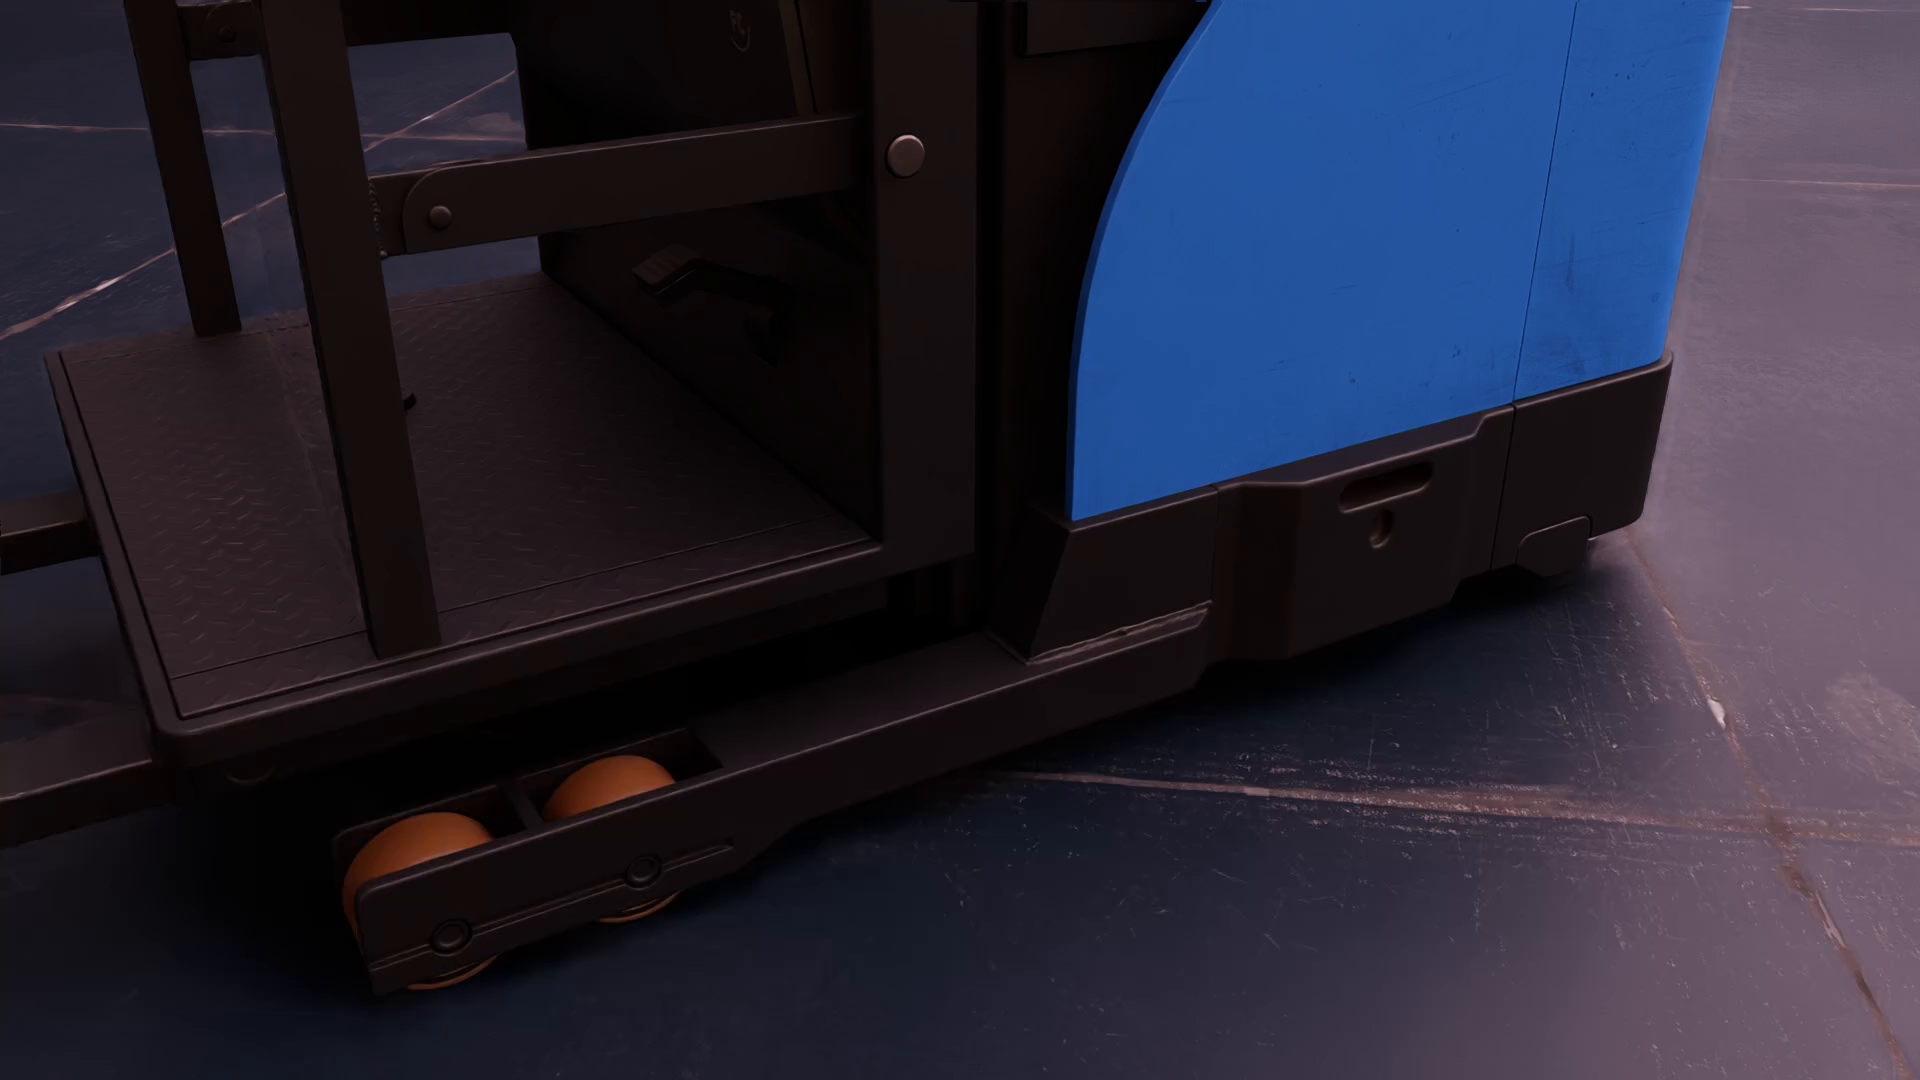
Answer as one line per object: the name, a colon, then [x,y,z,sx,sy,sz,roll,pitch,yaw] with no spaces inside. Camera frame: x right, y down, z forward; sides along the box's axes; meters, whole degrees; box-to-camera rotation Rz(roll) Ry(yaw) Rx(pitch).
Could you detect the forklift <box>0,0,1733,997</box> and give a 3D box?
forklift: [-0.528,-1.144,1.510,3.031,2.935,1.130,-15,30,-27]
